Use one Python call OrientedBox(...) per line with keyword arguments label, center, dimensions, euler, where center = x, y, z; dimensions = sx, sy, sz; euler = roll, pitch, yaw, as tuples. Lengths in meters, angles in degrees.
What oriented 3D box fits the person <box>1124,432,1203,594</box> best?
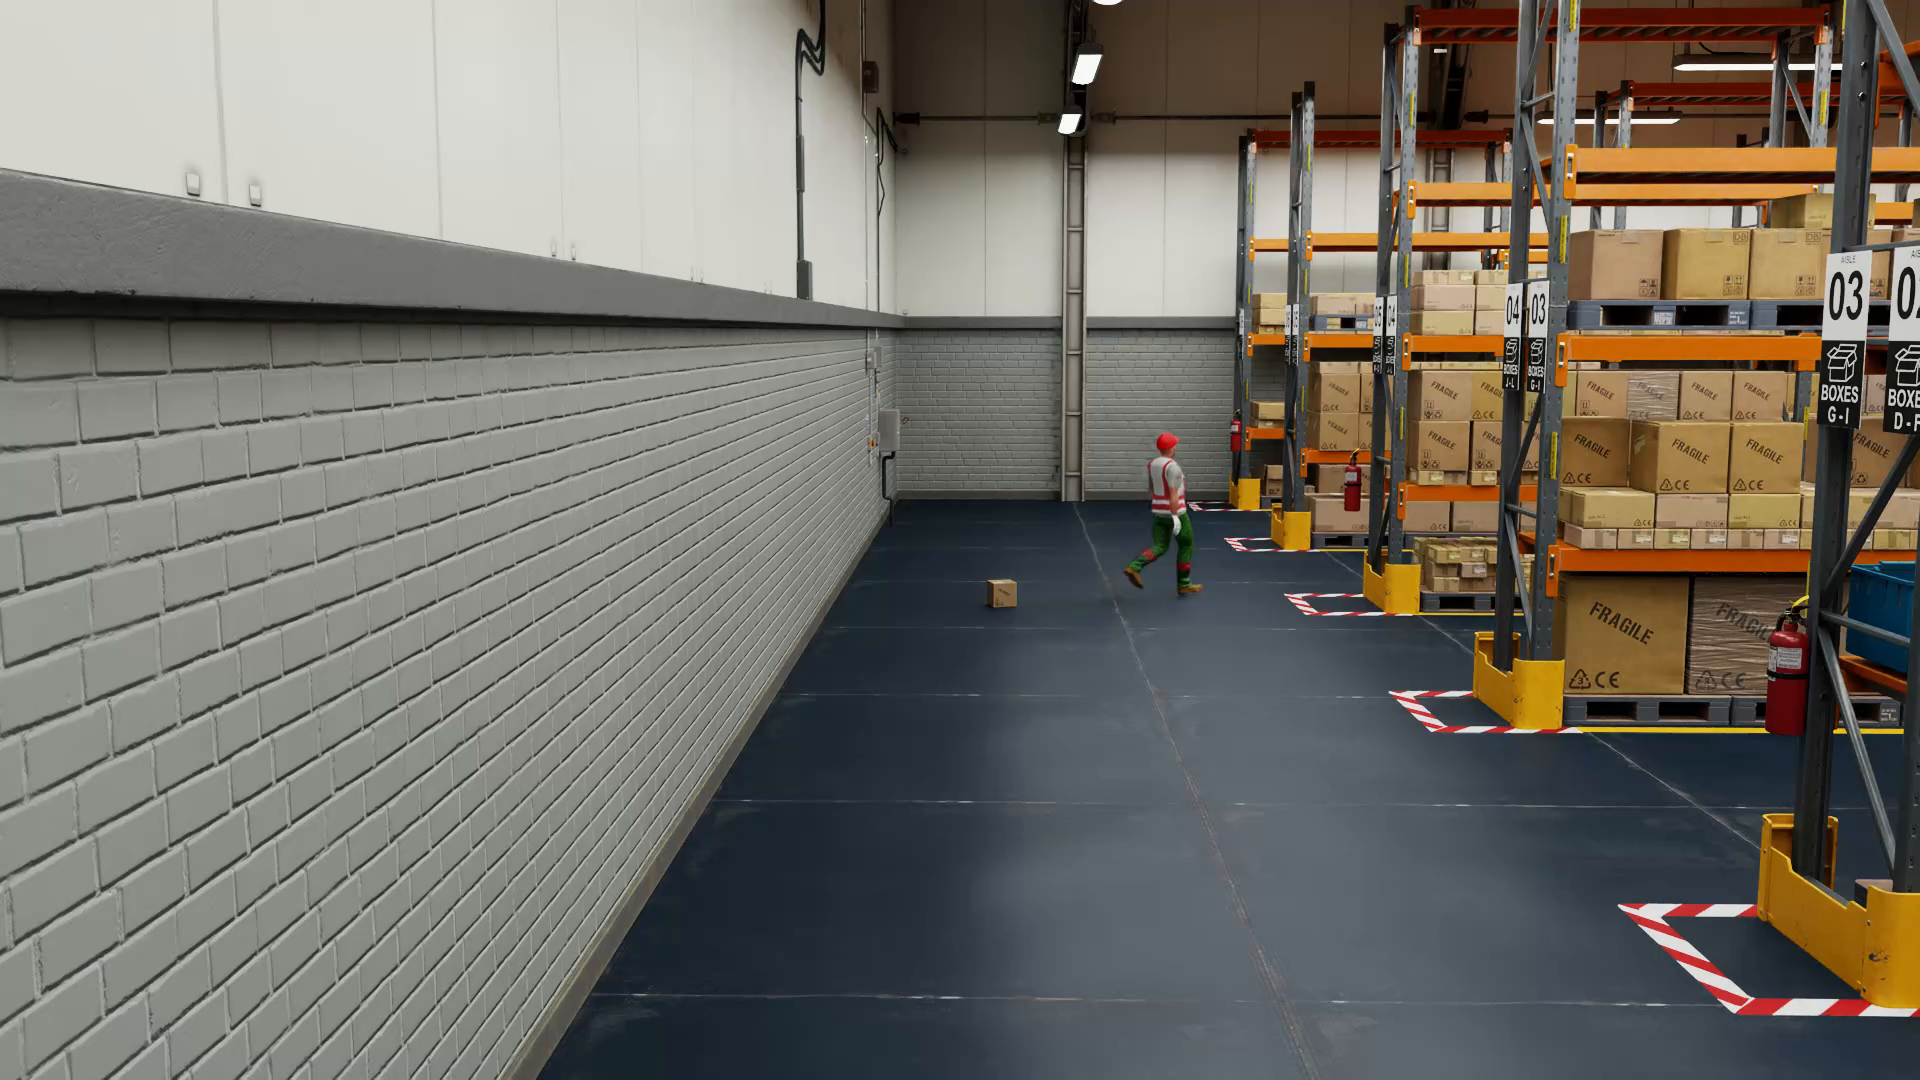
OrientedBox(label="person", center=(2.208, -0.281, 17.886), dimensions=(0.892, 1.756, 0.574), euler=(-4, 8, -29))
